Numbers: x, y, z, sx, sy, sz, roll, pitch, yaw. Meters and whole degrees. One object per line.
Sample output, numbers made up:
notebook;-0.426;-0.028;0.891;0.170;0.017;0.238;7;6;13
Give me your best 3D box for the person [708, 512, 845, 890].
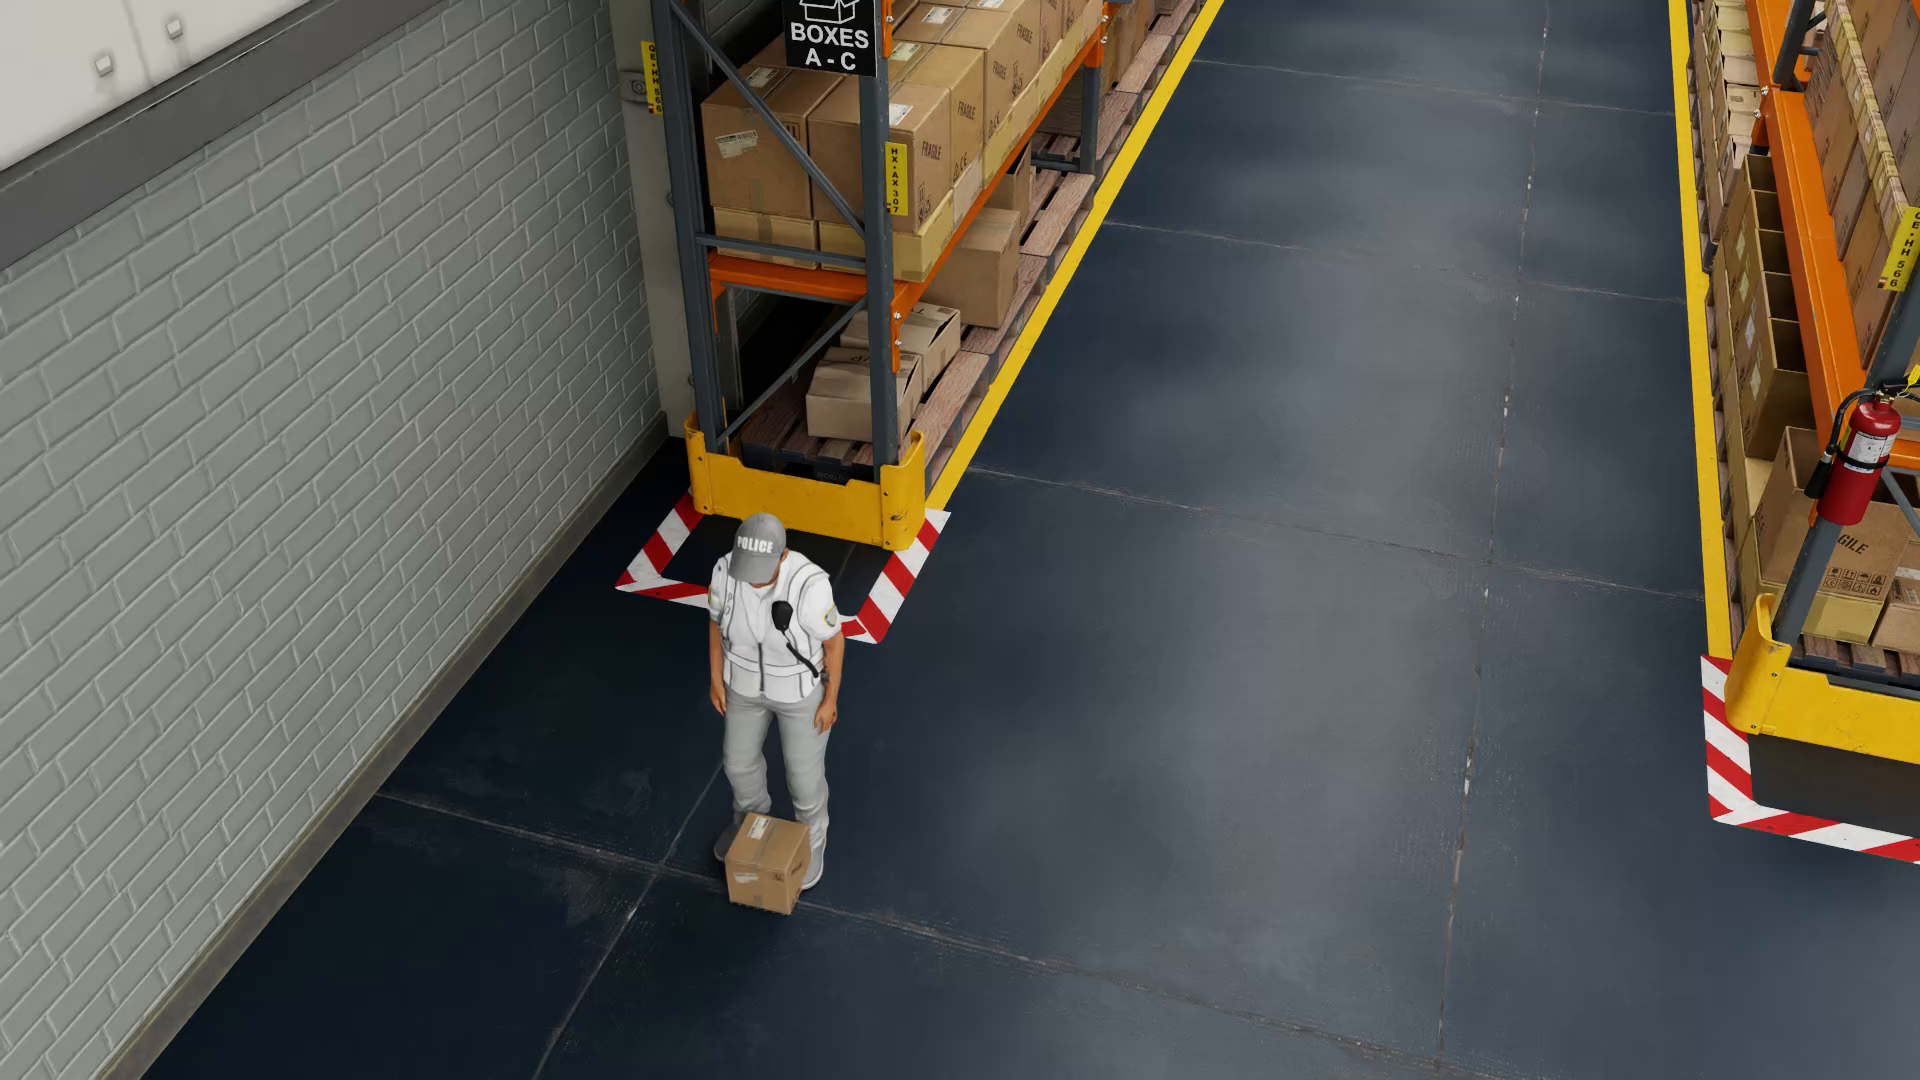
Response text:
person;-0.692;0.554;6.156;0.538;1.666;0.461;9;38;12
